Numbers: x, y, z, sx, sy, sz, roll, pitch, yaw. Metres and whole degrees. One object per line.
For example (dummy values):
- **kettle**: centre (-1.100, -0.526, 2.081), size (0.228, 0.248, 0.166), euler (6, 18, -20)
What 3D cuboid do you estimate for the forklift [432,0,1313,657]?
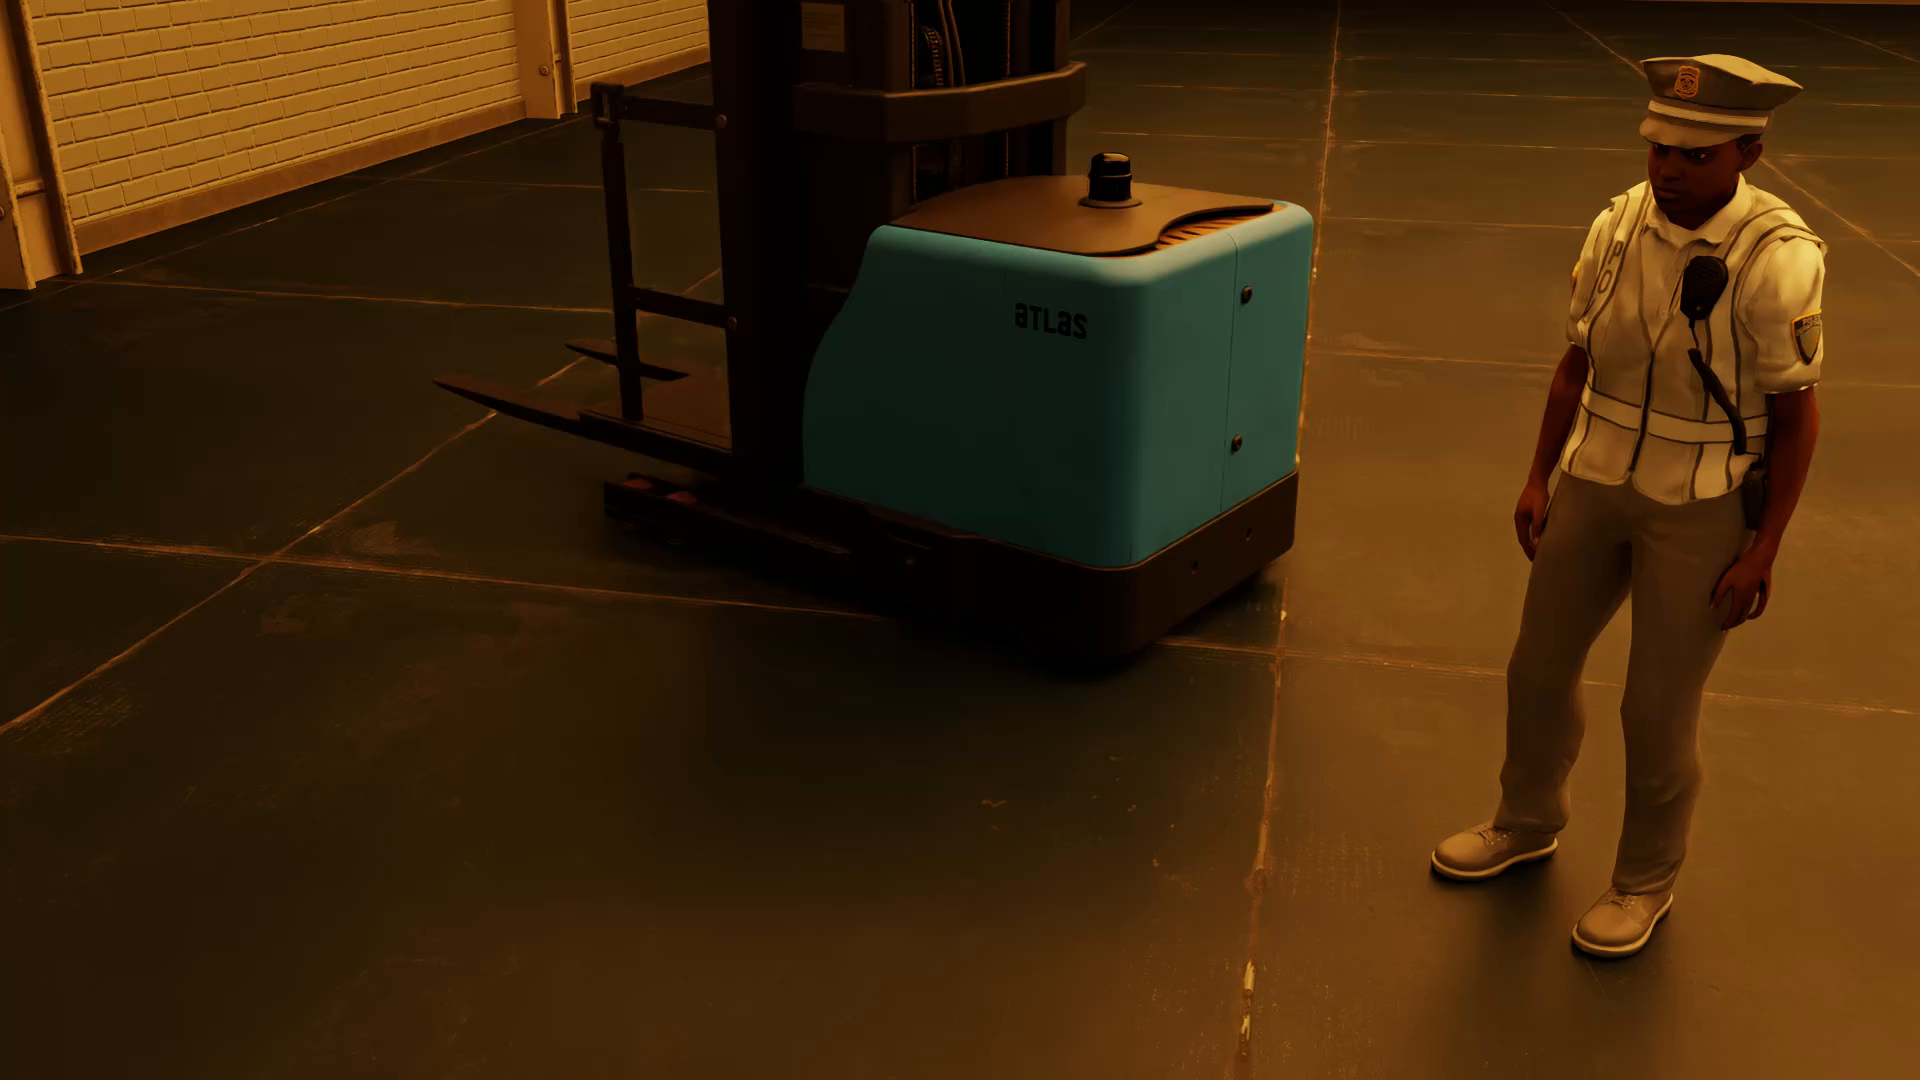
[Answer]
- **forklift**: centre (-0.492, -1.482, 4.901), size (3.031, 2.935, 1.130), euler (16, 27, 34)

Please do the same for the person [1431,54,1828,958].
- **person**: centre (1.250, -0.044, 3.063), size (0.387, 1.658, 0.530), euler (-16, 27, -35)
